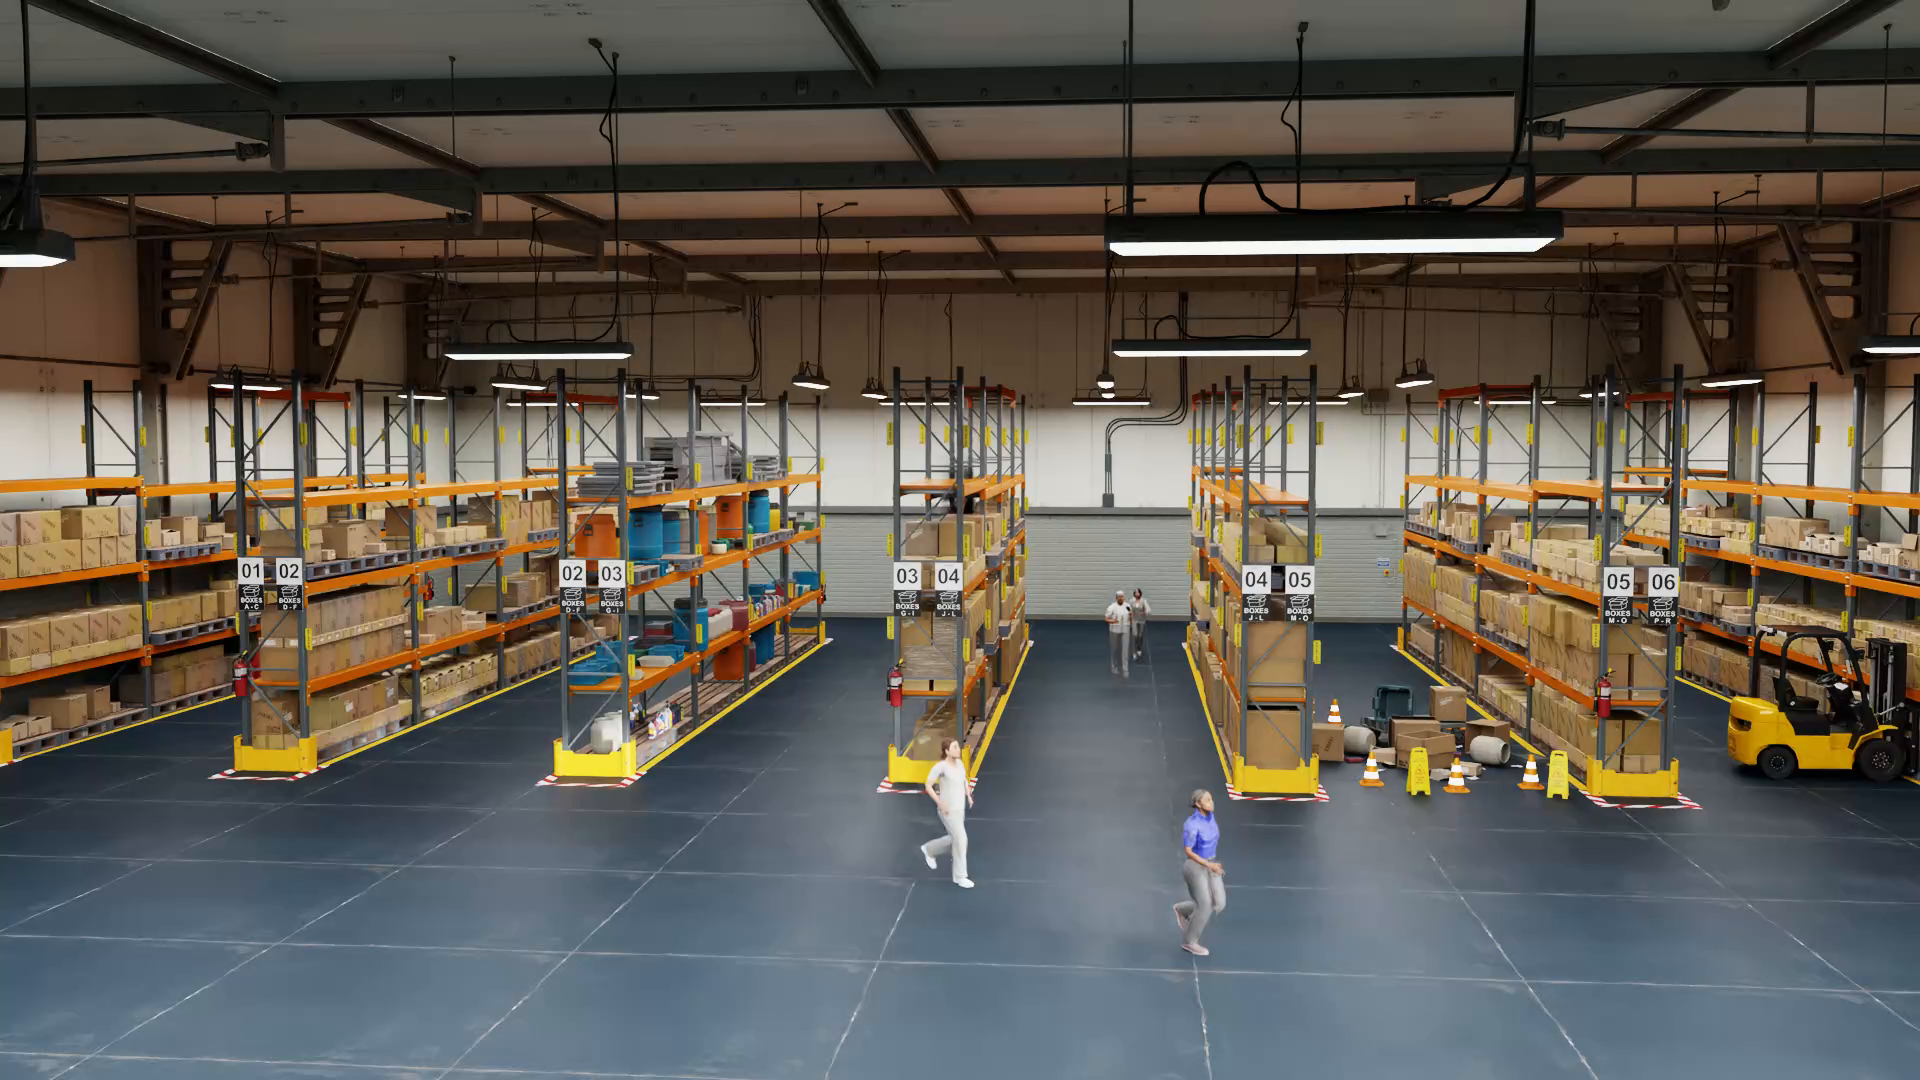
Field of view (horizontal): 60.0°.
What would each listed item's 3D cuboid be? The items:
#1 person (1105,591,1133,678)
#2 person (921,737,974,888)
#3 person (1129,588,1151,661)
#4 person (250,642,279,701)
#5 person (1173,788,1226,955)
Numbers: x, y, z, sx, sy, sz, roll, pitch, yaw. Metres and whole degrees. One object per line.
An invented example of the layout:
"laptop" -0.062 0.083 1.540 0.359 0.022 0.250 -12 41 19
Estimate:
"person" 3.152 1.849 32.731 0.606 1.711 0.862 0 4 -5
"person" -0.151 3.027 18.694 0.797 1.655 0.583 3 4 38
"person" 4.018 1.887 37.361 0.524 1.643 0.715 0 4 7
"person" -11.545 2.434 27.581 0.638 1.688 0.741 0 4 -1
"person" 2.346 3.203 16.125 0.609 1.617 0.589 3 4 37
